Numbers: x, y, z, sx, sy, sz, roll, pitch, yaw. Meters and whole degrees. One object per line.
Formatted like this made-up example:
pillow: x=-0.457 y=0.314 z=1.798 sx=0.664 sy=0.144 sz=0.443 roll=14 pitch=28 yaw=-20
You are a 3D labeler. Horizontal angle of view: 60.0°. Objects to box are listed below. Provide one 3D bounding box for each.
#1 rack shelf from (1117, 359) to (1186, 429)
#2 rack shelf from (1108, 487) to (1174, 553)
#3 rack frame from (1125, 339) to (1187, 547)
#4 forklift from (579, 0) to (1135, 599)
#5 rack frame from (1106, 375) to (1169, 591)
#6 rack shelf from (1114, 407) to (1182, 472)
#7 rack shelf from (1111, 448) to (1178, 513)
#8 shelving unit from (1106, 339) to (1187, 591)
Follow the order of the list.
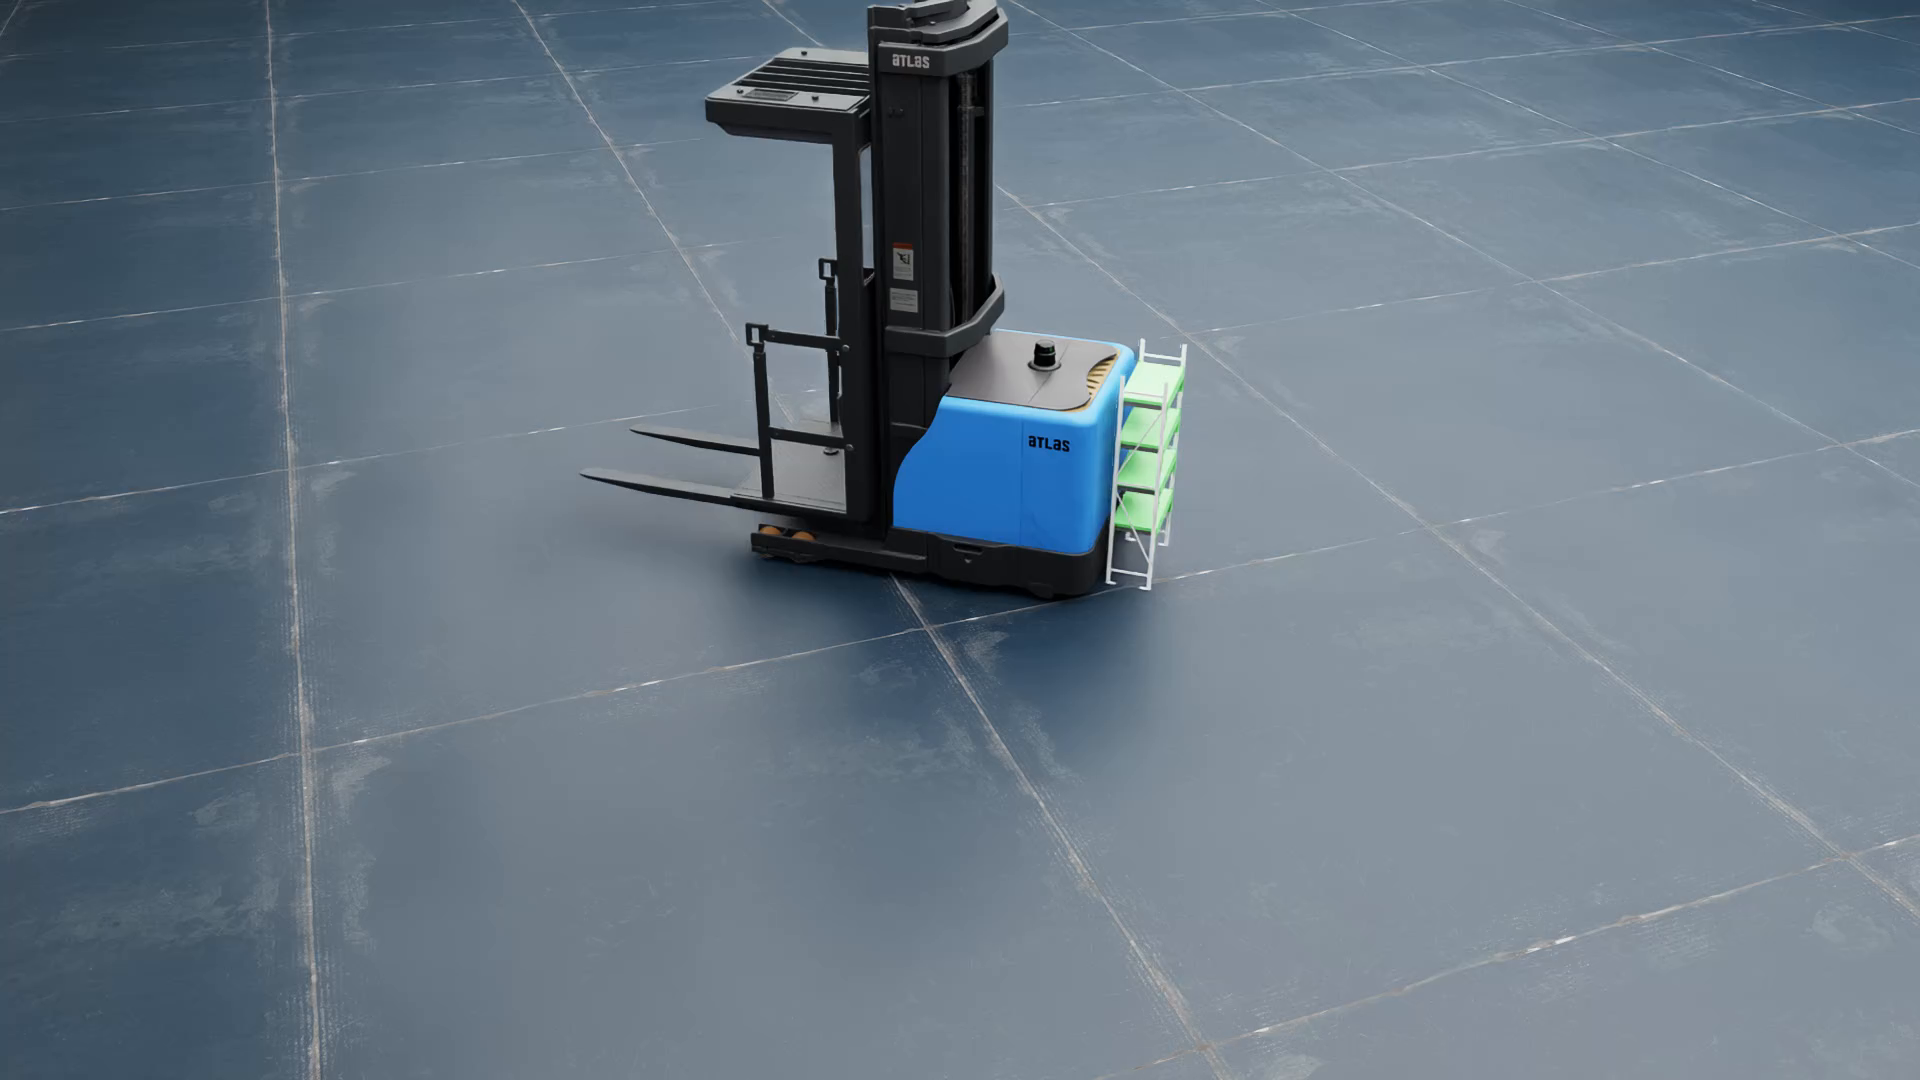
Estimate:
rack shelf: x=0.981 y=-0.751 z=8.511 sx=0.258 sy=0.148 sz=0.480 roll=10 pitch=31 yaw=14
rack shelf: x=0.968 y=-0.128 z=8.870 sx=0.258 sy=0.148 sz=0.480 roll=10 pitch=31 yaw=14
rack frame: x=1.045 y=-0.506 z=8.921 sx=0.240 sy=1.200 sz=0.015 roll=10 pitch=31 yaw=14
forklift: x=-0.625 y=-1.386 z=8.722 sx=3.031 sy=2.935 sz=1.130 roll=9 pitch=31 yaw=15
rack frame: x=0.902 y=-0.275 z=8.516 sx=0.240 sy=1.200 sz=0.015 roll=10 pitch=31 yaw=14
rack shelf: x=0.977 y=-0.543 z=8.631 sx=0.258 sy=0.148 sz=0.480 roll=10 pitch=31 yaw=14
rack shelf: x=0.972 y=-0.335 z=8.750 sx=0.258 sy=0.148 sz=0.480 roll=10 pitch=31 yaw=14
shelving unit: x=0.973 y=-0.391 z=8.719 sx=0.258 sy=1.200 sz=0.503 roll=10 pitch=31 yaw=14
